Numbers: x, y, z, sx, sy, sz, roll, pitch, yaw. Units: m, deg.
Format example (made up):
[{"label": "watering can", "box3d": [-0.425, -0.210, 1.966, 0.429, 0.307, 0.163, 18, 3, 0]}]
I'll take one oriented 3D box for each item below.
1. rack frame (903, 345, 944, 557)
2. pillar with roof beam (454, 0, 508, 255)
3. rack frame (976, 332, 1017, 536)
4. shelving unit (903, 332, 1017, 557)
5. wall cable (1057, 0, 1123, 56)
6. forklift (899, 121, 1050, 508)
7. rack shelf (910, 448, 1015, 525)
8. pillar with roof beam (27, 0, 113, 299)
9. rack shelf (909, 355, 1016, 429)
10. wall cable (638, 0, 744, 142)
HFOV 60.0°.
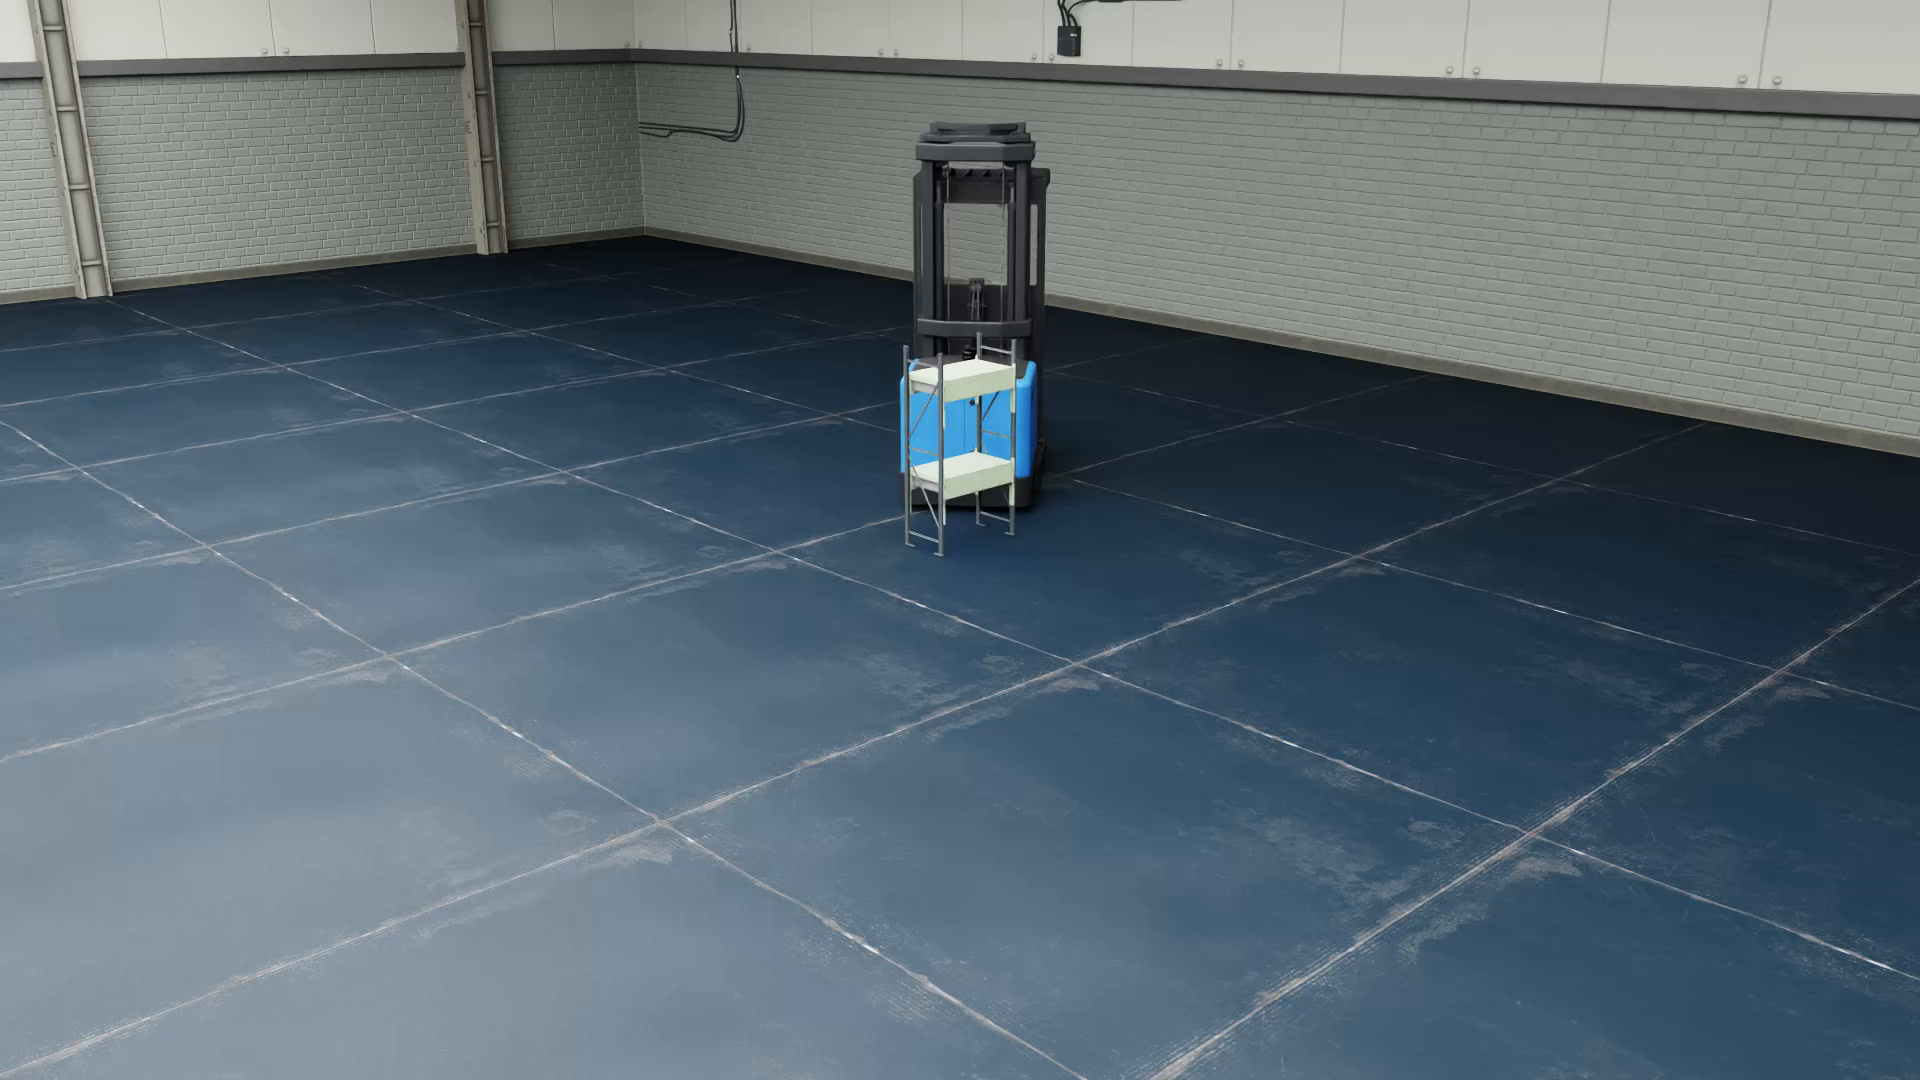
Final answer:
[{"label": "rack frame", "box3d": [-0.261, -0.637, 12.019, 0.023, 1.500, 0.400, -16, 24, -41]}, {"label": "pillar with roof beam", "box3d": [-4.561, -7.937, 22.374, 0.400, 9.000, 9.100, -16, 24, -41]}, {"label": "rack frame", "box3d": [0.271, -0.792, 12.497, 0.023, 1.500, 0.400, -16, 24, -41]}, {"label": "shelving unit", "box3d": [0.005, -0.715, 12.258, 0.755, 1.500, 0.431, -16, 24, -41]}, {"label": "wall cable", "box3d": [2.042, -8.717, 19.265, 0.169, 6.003, 2.305, -16, 24, -41]}, {"label": "forklift", "box3d": [0.184, -2.057, 14.076, 1.130, 2.935, 3.031, 2, 18, 5]}, {"label": "rack shelf", "box3d": [0.005, -0.405, 12.358, 0.720, 0.370, 0.431, -16, 24, -41]}, {"label": "pillar with roof beam", "box3d": [-8.920, -6.666, 18.453, 0.400, 9.000, 9.100, -16, 24, -41]}, {"label": "rack shelf", "box3d": [0.005, -1.086, 12.137, 0.720, 0.370, 0.431, -16, 24, -41]}, {"label": "wall cable", "box3d": [-4.469, -7.753, 26.840, 0.112, 2.526, 3.097, -16, 24, -41]}]
